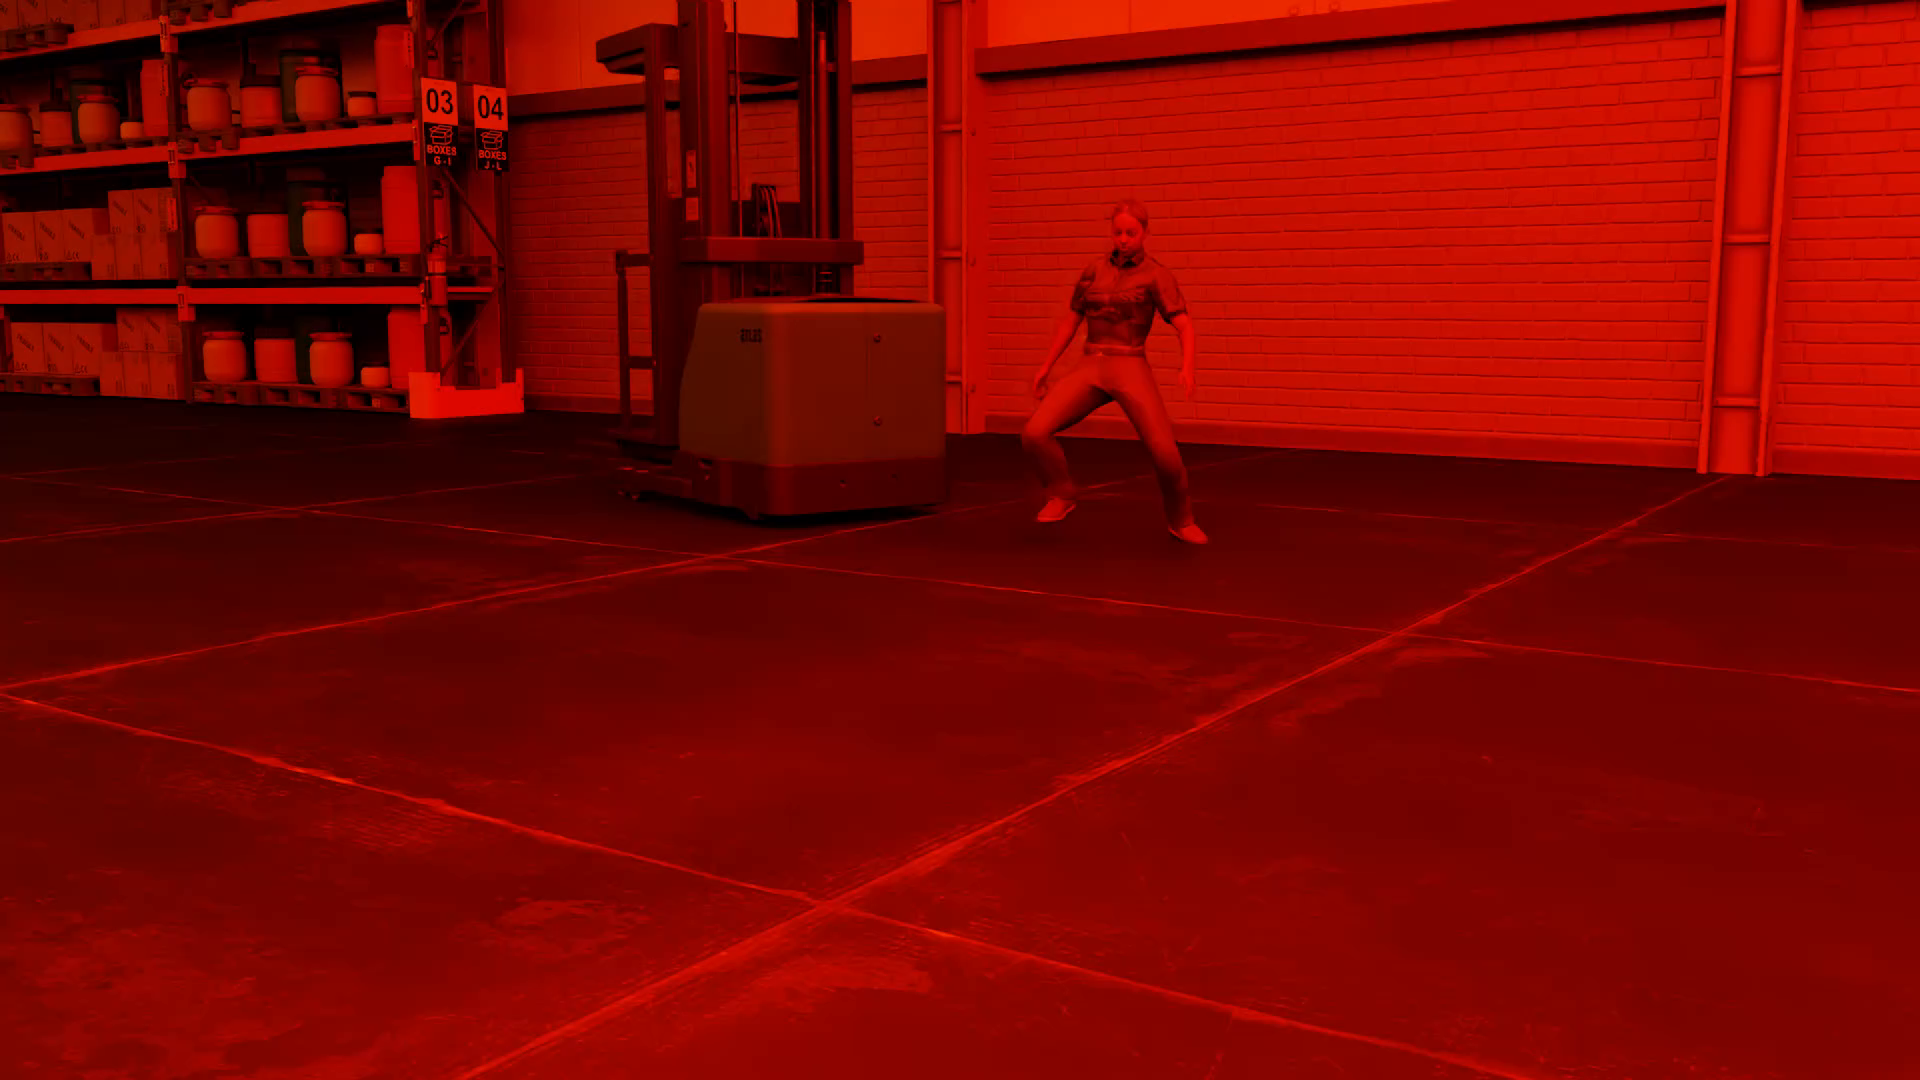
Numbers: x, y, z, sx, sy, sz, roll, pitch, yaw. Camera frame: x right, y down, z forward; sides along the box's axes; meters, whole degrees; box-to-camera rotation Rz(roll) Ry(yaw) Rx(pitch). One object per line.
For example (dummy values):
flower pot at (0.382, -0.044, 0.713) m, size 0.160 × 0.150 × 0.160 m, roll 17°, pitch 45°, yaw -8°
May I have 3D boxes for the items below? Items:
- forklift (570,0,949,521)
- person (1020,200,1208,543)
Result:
forklift at (-1.307, -1.708, 9.205) m, size 1.130 × 2.935 × 3.031 m, roll -6°, pitch 10°, yaw -34°
person at (0.722, -0.746, 7.504) m, size 0.865 × 1.550 × 0.619 m, roll 5°, pitch 10°, yaw 32°
